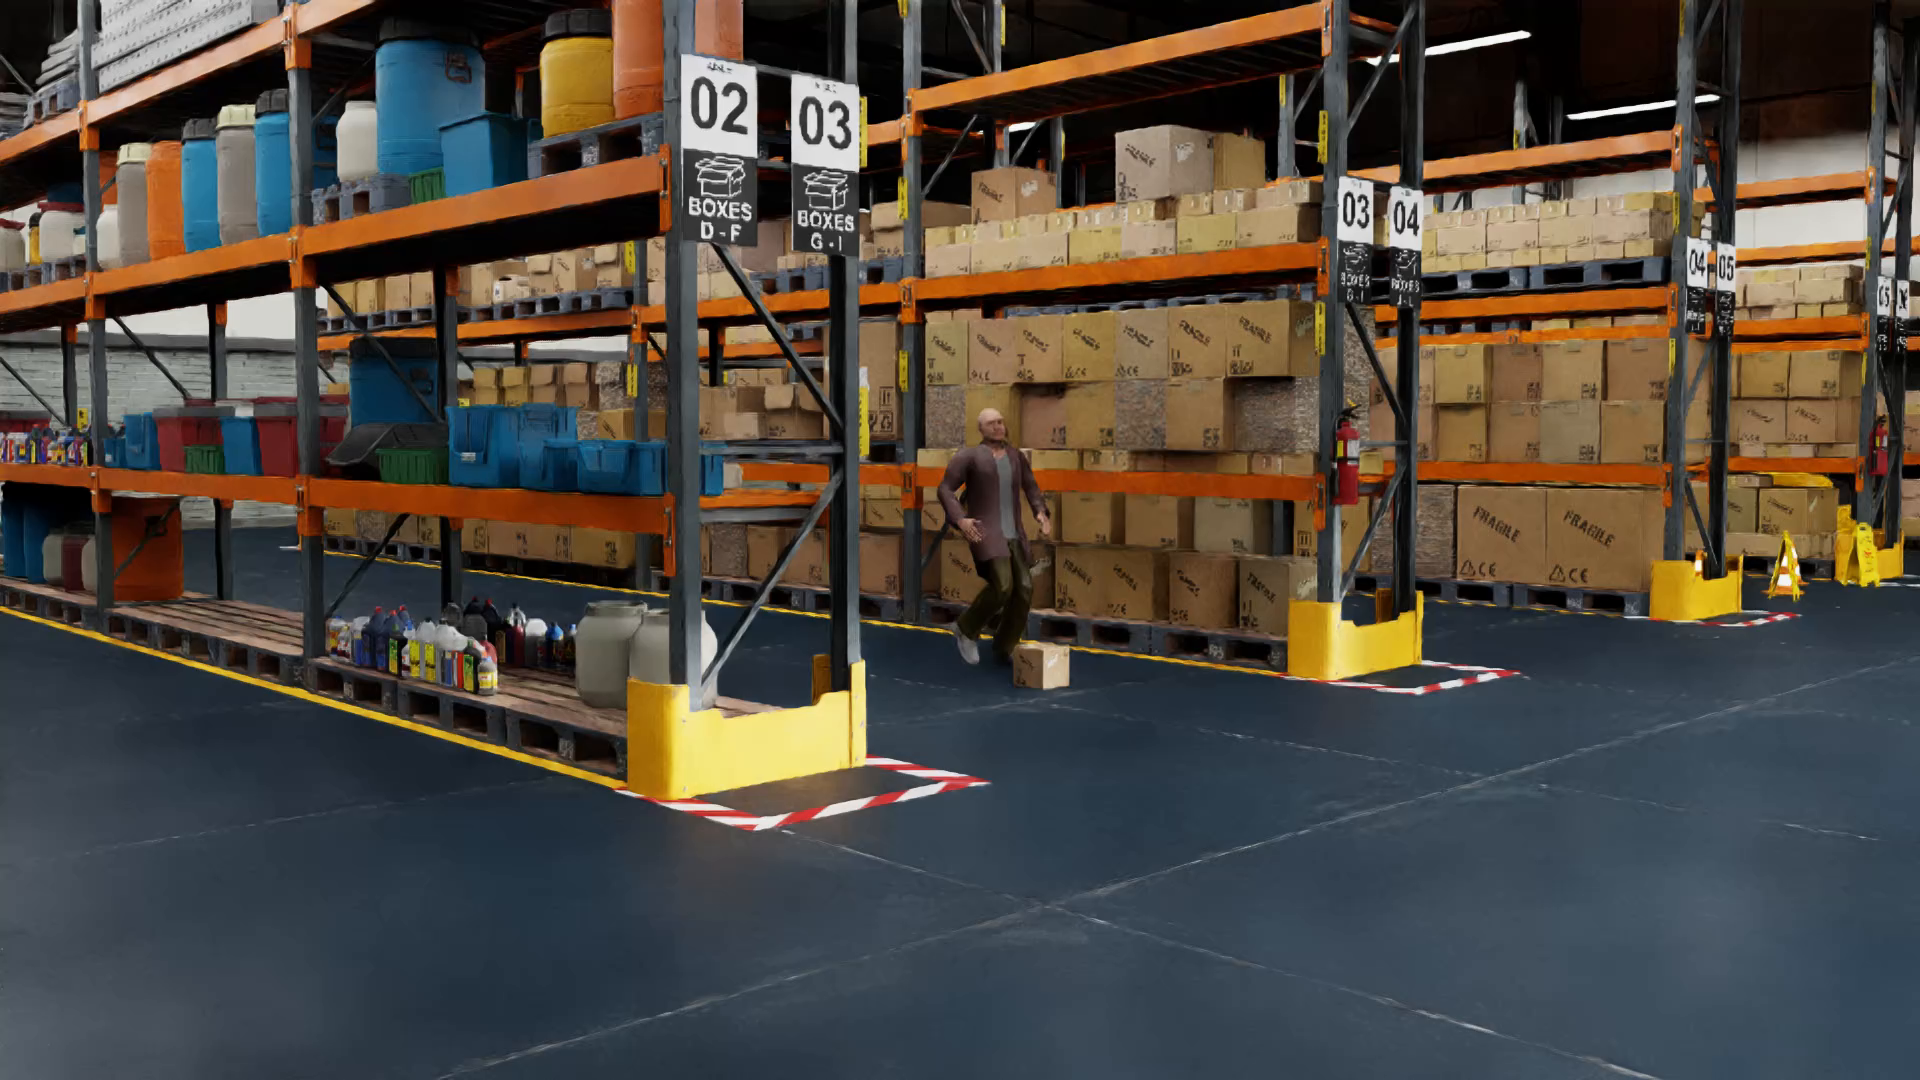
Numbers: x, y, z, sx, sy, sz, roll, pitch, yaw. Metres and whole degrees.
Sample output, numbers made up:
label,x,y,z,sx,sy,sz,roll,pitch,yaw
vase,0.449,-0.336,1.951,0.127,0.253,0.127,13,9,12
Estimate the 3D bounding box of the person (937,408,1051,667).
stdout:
label,x,y,z,sx,sy,sz,roll,pitch,yaw
person,0.277,-0.015,11.217,0.785,1.750,0.517,-3,5,-38
